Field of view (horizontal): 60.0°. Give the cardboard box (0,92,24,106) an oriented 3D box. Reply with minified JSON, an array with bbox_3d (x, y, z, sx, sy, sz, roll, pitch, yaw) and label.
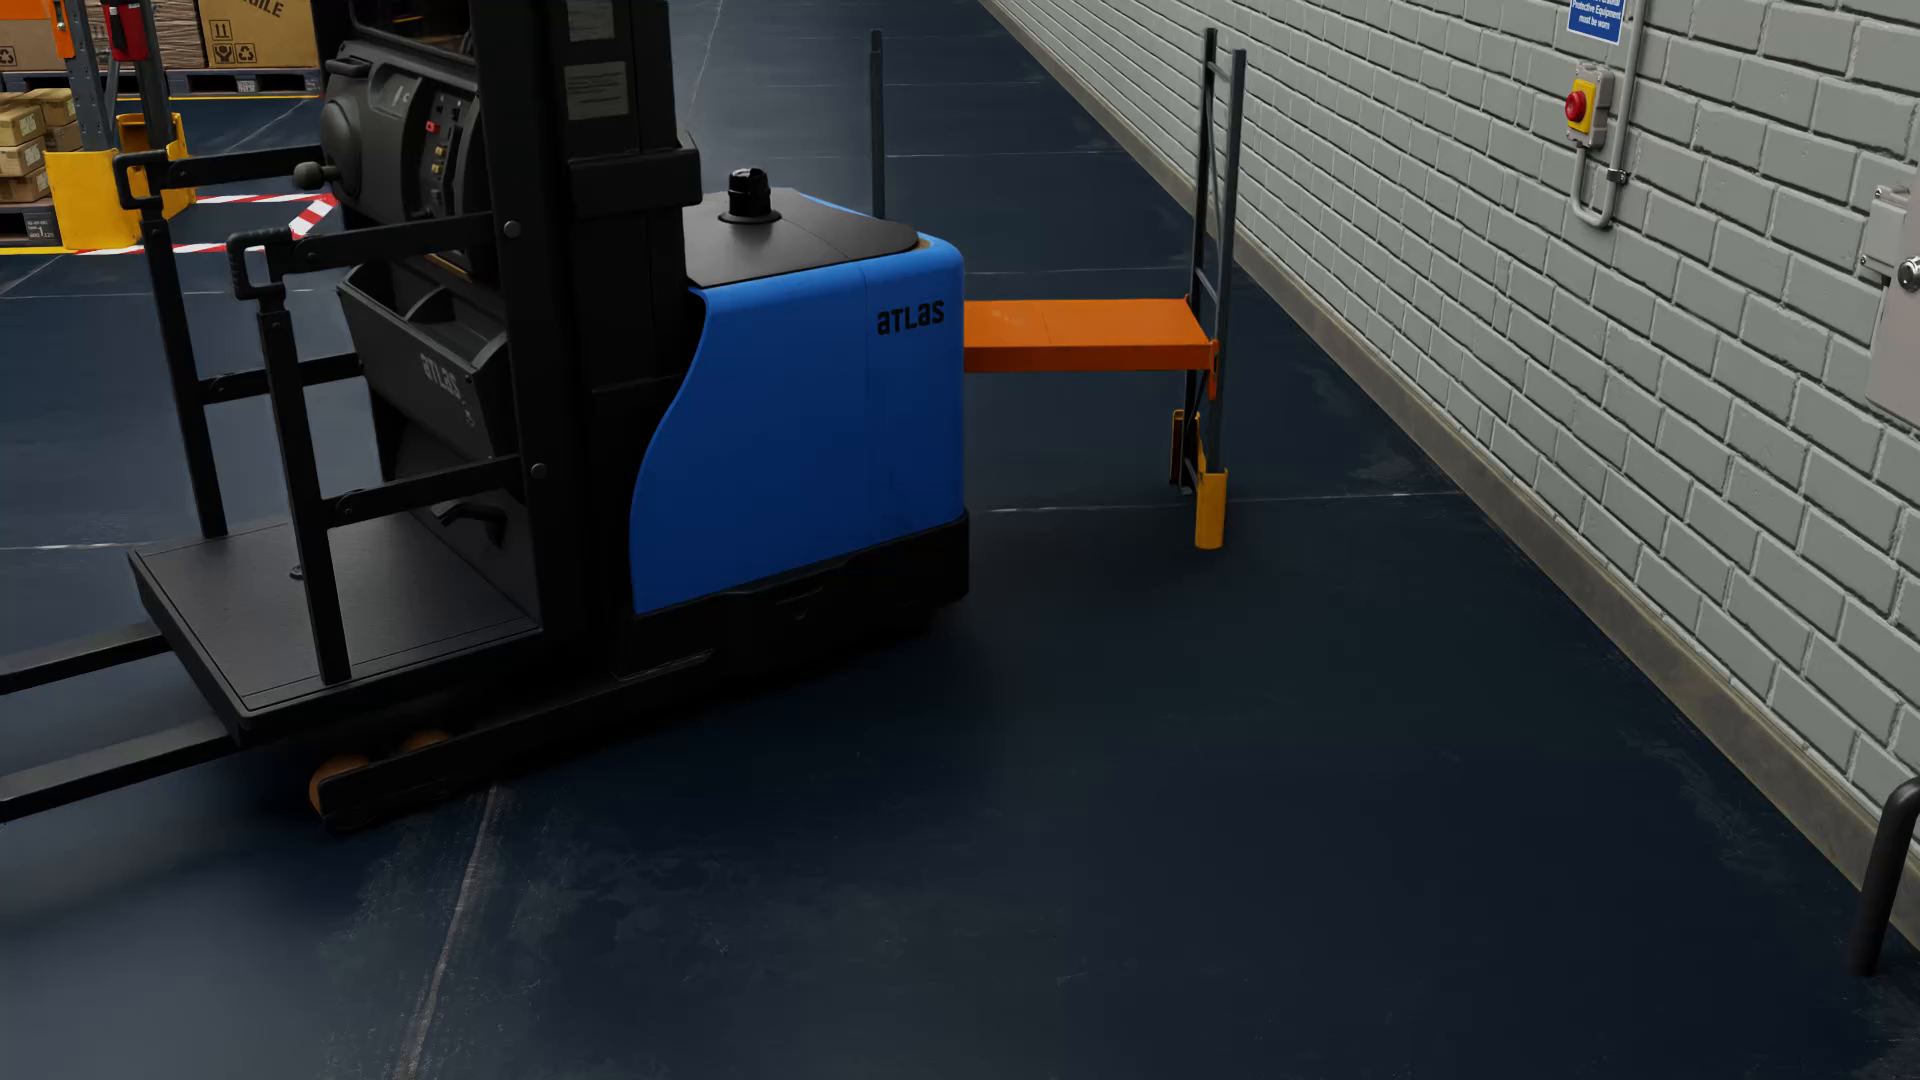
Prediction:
[{"bbox_3d":[-5.302,-2.339,9.079,0.250,0.149,0.380,-2,24,-4],"label":"cardboard box"}]

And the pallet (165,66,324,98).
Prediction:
[{"bbox_3d":[-5.660,-3.792,13.521,1.213,0.211,1.003,-2,24,-5],"label":"pallet"}]

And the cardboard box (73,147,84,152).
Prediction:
[{"bbox_3d":[-5.038,-2.118,9.316,0.250,0.149,0.380,-2,24,-4],"label":"cardboard box"}]

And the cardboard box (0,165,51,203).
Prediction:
[{"bbox_3d":[-4.988,-1.905,8.835,0.250,0.149,0.380,-2,24,-4],"label":"cardboard box"}]

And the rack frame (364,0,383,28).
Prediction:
[{"bbox_3d":[-4.872,-5.130,13.098,0.127,3.000,1.000,-2,24,-5],"label":"rack frame"}]

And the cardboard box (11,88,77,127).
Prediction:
[{"bbox_3d":[-5.040,-2.398,9.213,0.250,0.149,0.380,-3,24,-8],"label":"cardboard box"}]

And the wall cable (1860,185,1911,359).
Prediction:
[{"bbox_3d":[1.862,-1.250,3.118,0.122,1.984,0.588,-2,24,-5],"label":"wall cable"}]

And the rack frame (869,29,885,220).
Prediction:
[{"bbox_3d":[-0.243,-0.762,5.118,0.032,1.500,0.500,-1,24,-2],"label":"rack frame"}]

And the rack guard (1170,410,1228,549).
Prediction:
[{"bbox_3d":[0.771,-0.206,5.407,0.087,0.250,0.587,-1,24,-2],"label":"rack guard"}]

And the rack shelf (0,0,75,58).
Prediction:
[{"bbox_3d":[-6.475,-2.712,8.544,4.000,0.370,1.077,-2,24,-5],"label":"rack shelf"}]

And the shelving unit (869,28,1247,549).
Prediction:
[{"bbox_3d":[0.274,-0.770,5.136,1.083,1.500,0.587,-1,24,-2],"label":"shelving unit"}]

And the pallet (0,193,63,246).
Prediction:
[{"bbox_3d":[-5.373,-1.825,9.097,1.213,0.211,1.003,-2,24,-5],"label":"pallet"}]

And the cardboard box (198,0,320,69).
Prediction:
[{"bbox_3d":[-5.501,-4.293,13.314,0.875,0.875,0.875,-2,24,-5],"label":"cardboard box"}]

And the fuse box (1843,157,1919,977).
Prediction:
[{"bbox_3d":[1.772,0.085,2.952,0.414,1.711,0.539,-2,24,-5],"label":"fuse box"}]

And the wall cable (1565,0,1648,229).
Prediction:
[{"bbox_3d":[1.711,-1.837,4.401,0.123,1.953,0.585,-2,24,-5],"label":"wall cable"}]

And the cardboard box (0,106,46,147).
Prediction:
[{"bbox_3d":[-4.987,-2.158,8.673,0.250,0.149,0.380,-2,24,-5],"label":"cardboard box"}]

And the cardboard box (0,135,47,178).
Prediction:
[{"bbox_3d":[-4.982,-2.009,8.704,0.250,0.149,0.380,-3,24,-7],"label":"cardboard box"}]

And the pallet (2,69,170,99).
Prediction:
[{"bbox_3d":[-6.871,-3.744,13.414,1.213,0.211,1.003,-2,24,-5],"label":"pallet"}]

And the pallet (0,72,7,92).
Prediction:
[{"bbox_3d":[-8.088,-3.694,13.302,1.213,0.211,1.003,-2,24,-5],"label":"pallet"}]

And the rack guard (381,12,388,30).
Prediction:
[{"bbox_3d":[-4.848,-3.988,13.607,0.348,0.500,1.175,-2,24,-5],"label":"rack guard"}]

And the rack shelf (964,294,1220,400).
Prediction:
[{"bbox_3d":[0.265,-0.606,5.209,1.000,0.185,0.538,-1,24,-2],"label":"rack shelf"}]

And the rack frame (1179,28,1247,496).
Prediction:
[{"bbox_3d":[0.773,-0.778,5.153,0.032,1.500,0.500,-1,24,-2],"label":"rack frame"}]

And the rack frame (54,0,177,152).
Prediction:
[{"bbox_3d":[-4.485,-3.121,8.578,0.127,3.000,1.000,-2,24,-5],"label":"rack frame"}]

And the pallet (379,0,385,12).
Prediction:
[{"bbox_3d":[-6.183,-5.840,18.129,1.213,0.211,1.003,-2,24,-5],"label":"pallet"}]

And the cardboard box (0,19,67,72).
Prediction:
[{"bbox_3d":[-7.292,-4.221,13.152,0.875,0.875,0.875,-2,24,-5],"label":"cardboard box"}]

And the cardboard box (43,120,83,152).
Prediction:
[{"bbox_3d":[-5.032,-2.229,9.198,0.250,0.149,0.380,-1,24,-3],"label":"cardboard box"}]

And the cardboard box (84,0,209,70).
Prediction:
[{"bbox_3d":[-6.407,-4.256,13.232,0.875,0.875,0.875,-2,24,-5],"label":"cardboard box"}]

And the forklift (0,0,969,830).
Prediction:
[{"bbox_3d":[-1.459,-0.927,3.726,3.031,2.935,1.130,-17,29,-33],"label":"forklift"}]

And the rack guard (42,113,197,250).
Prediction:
[{"bbox_3d":[-4.561,-1.975,9.079,0.348,0.500,1.175,-2,24,-5],"label":"rack guard"}]

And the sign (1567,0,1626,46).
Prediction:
[{"bbox_3d":[1.767,-1.504,4.608,0.001,0.218,0.327,-2,24,-5],"label":"sign"}]

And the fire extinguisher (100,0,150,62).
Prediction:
[{"bbox_3d":[-4.189,-2.738,8.272,0.183,0.674,0.296,-2,24,-5],"label":"fire extinguisher"}]
